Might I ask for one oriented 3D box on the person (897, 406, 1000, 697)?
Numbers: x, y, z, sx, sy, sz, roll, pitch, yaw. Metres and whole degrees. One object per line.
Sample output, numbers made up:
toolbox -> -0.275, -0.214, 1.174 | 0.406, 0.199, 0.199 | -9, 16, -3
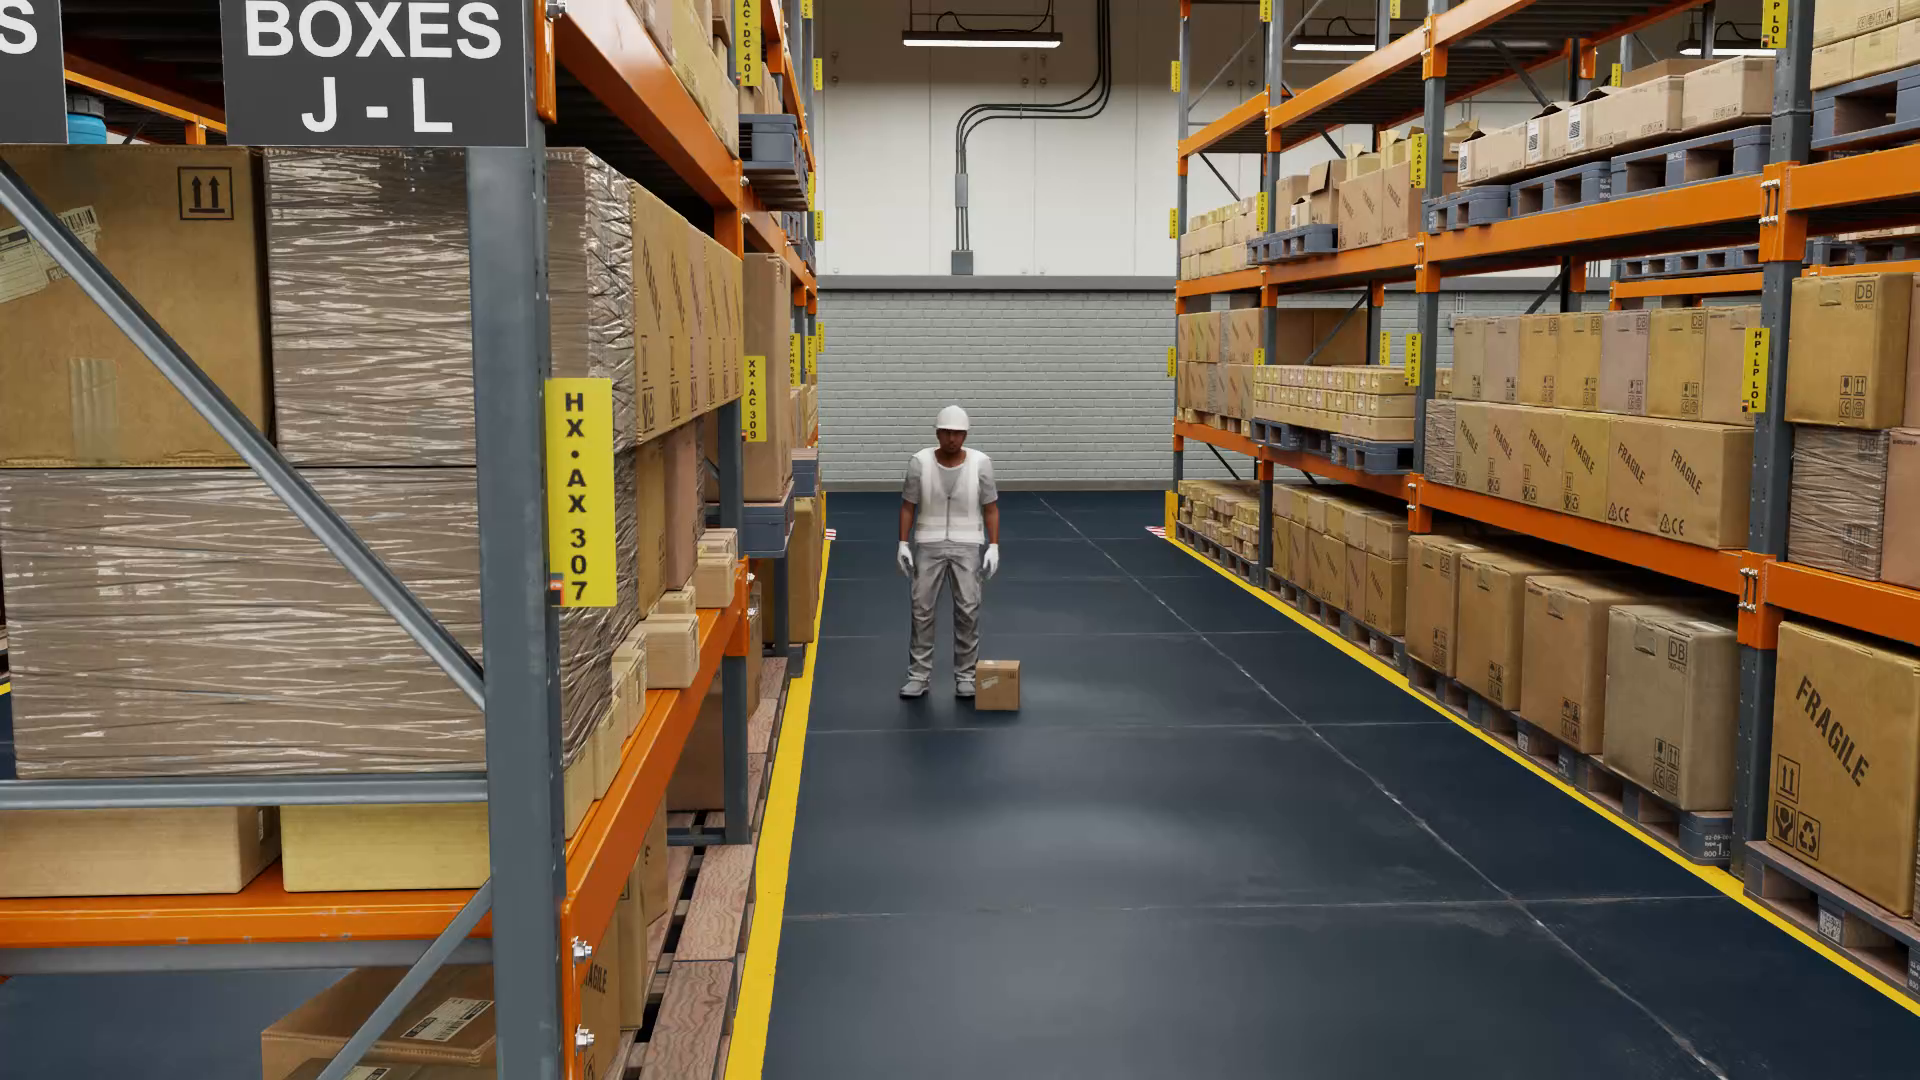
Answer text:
person -> -0.070, 0.069, 10.118 | 0.626, 1.772, 0.451 | 0, 7, 2
